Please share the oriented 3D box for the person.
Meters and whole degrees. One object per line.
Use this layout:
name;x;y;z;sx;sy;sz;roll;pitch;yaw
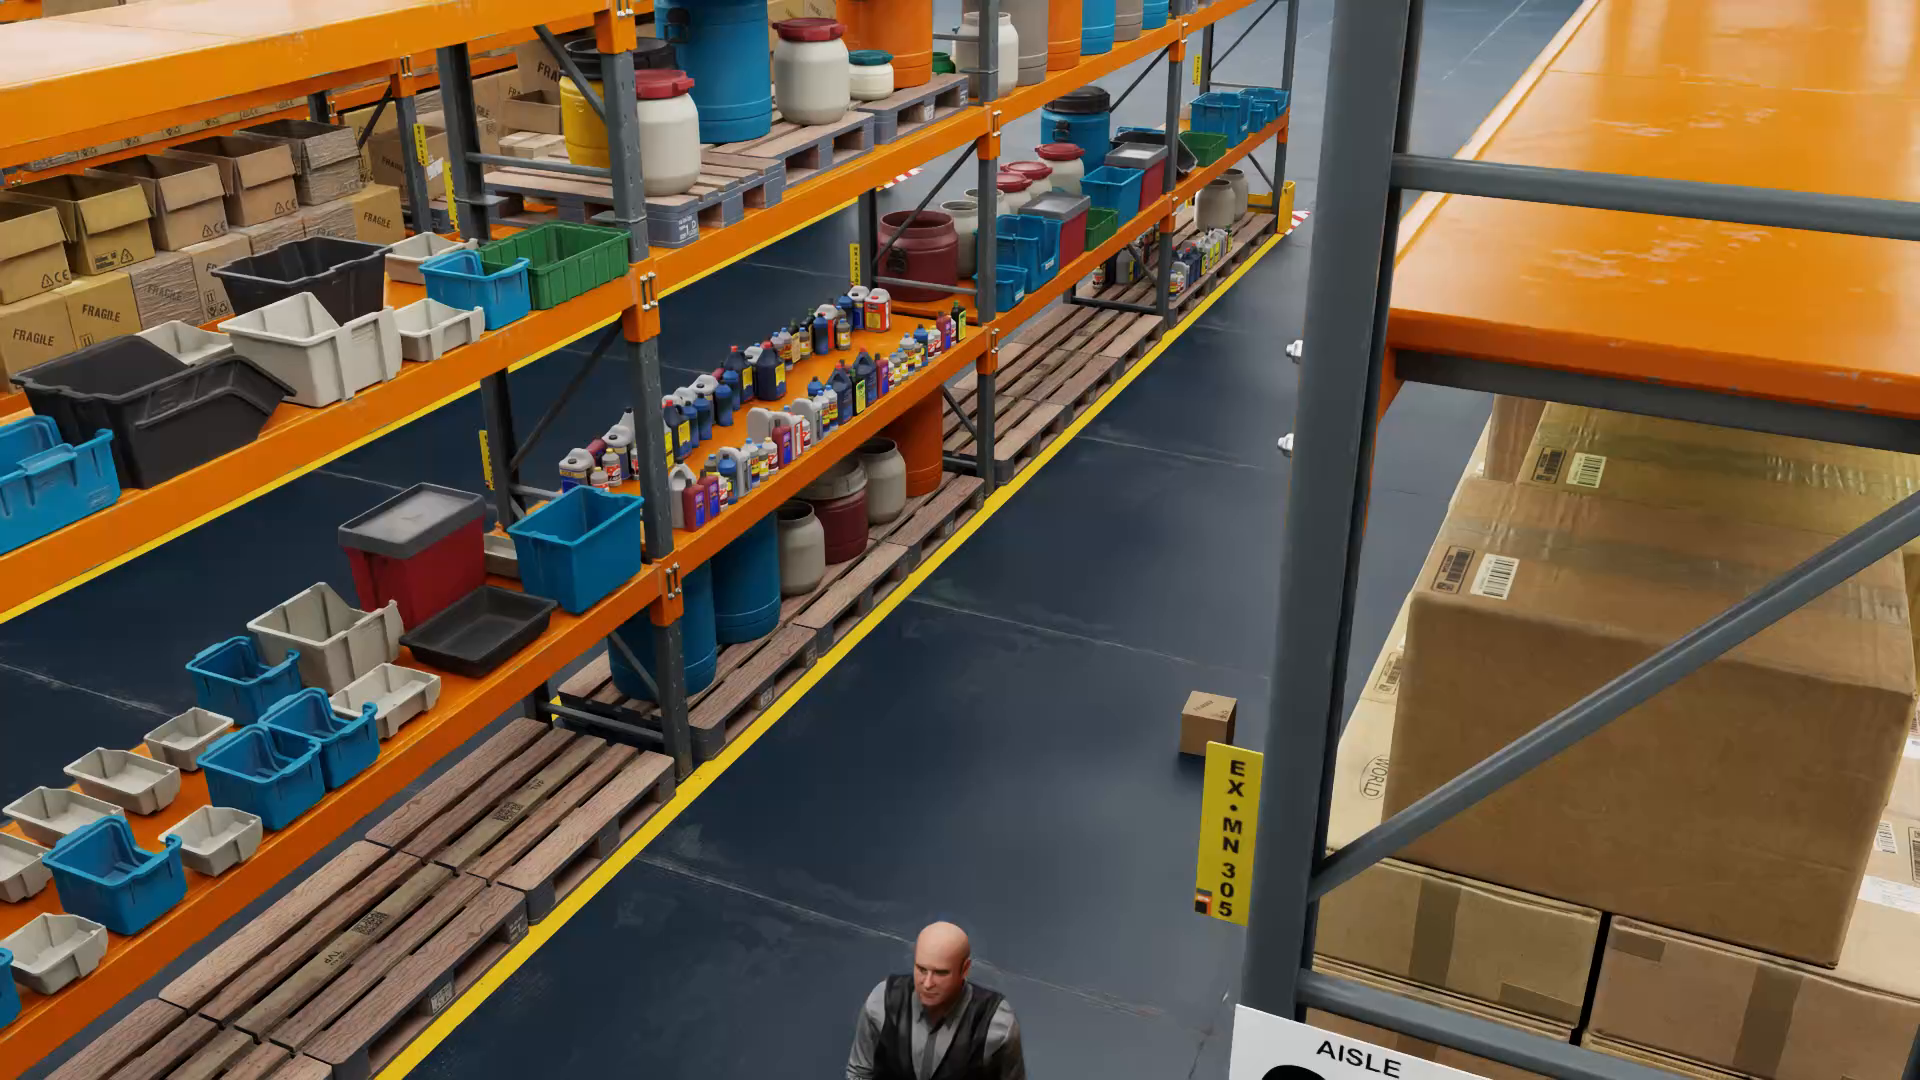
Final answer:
person;-0.123;1.986;5.350;0.556;1.658;1.024;10;28;20
